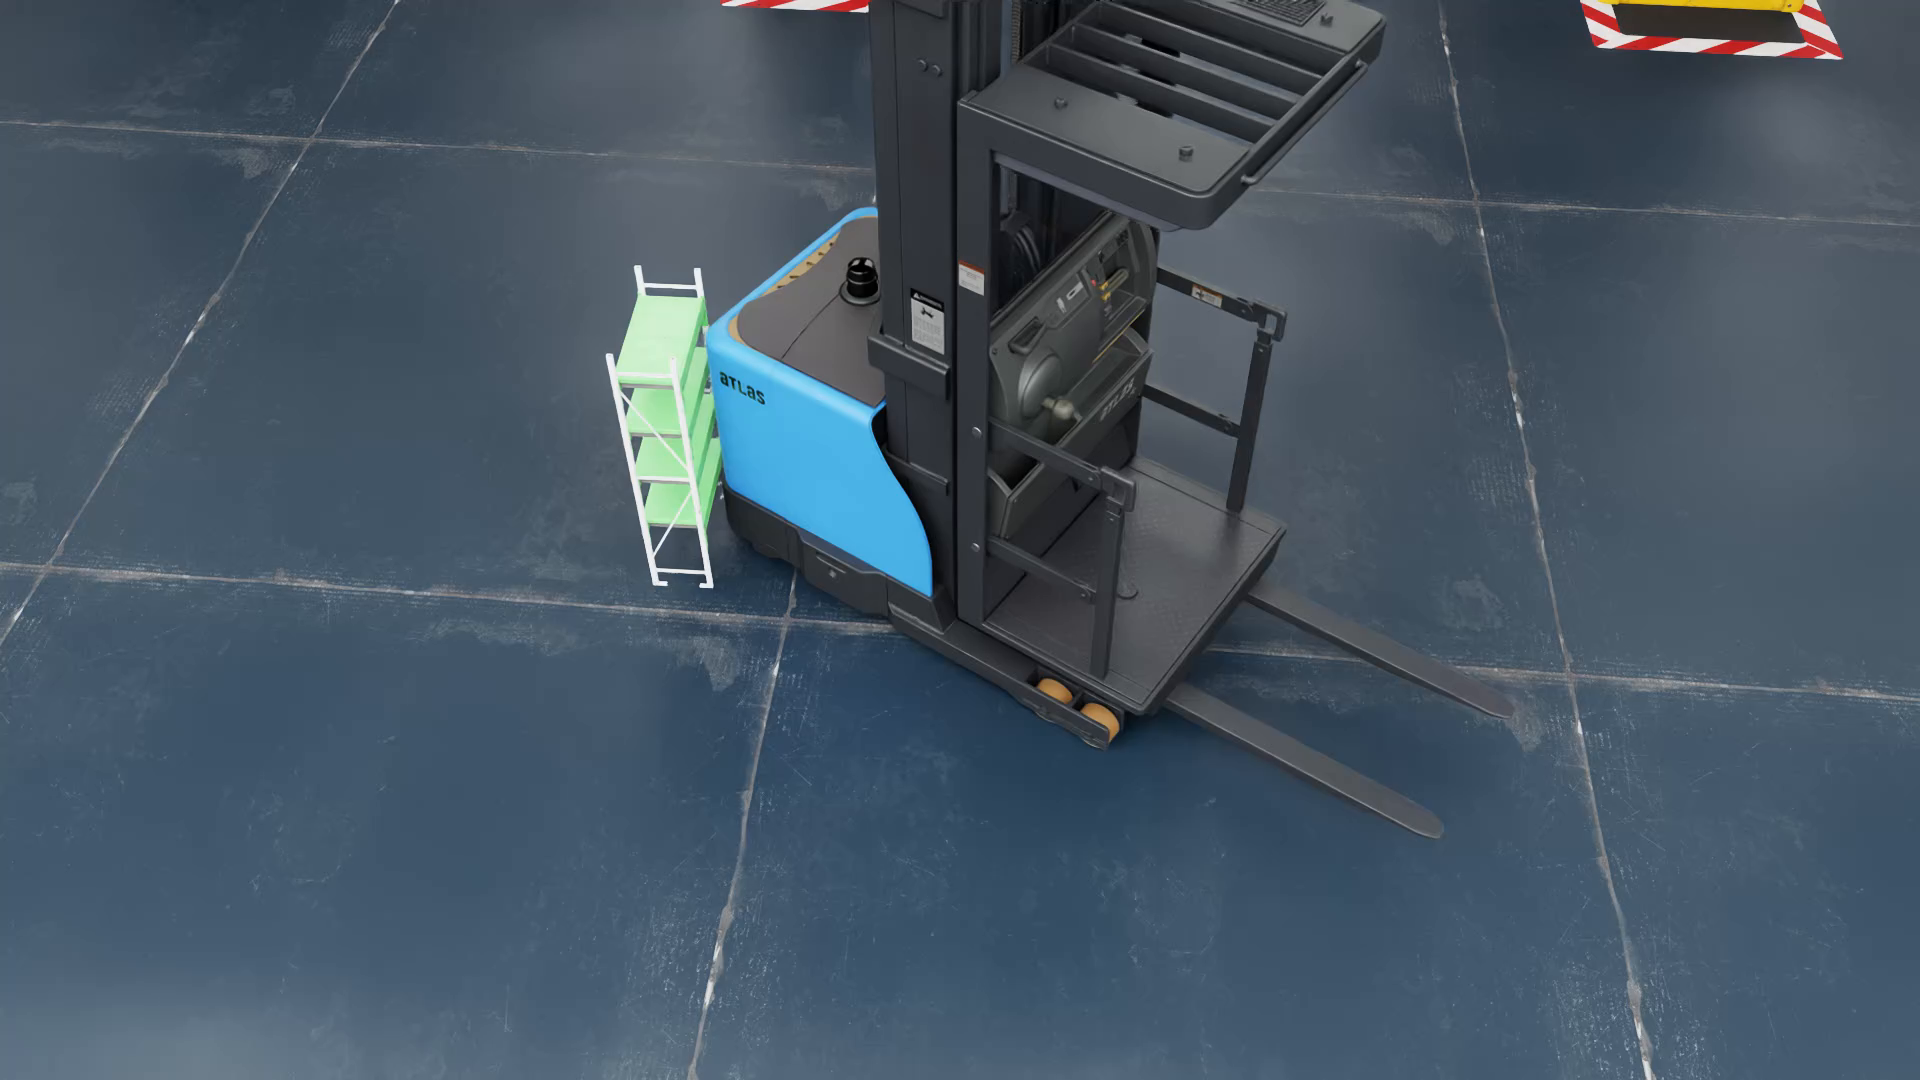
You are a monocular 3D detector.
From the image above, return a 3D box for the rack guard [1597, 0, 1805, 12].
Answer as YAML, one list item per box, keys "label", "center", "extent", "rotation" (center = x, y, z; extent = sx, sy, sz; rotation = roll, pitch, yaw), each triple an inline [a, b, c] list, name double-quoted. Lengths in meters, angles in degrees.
- label: "rack guard"
  center: [4.276, -3.359, 9.510]
  extent: [1.175, 0.500, 0.348]
  rotation: [4, 48, 4]

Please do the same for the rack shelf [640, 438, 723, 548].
- label: "rack shelf"
  center: [-1.083, -0.200, 6.558]
  extent: [0.258, 0.148, 0.480]
  rotation: [3, 48, 3]

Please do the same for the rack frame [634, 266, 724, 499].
- label: "rack frame"
  center: [-1.066, -0.585, 6.498]
  extent: [0.240, 1.200, 0.015]
  rotation: [3, 48, 3]

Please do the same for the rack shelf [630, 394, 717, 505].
- label: "rack shelf"
  center: [-1.083, -0.362, 6.381]
  extent: [0.258, 0.148, 0.480]
  rotation: [3, 48, 3]

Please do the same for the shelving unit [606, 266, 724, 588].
- label: "shelving unit"
  center: [-1.083, -0.405, 6.333]
  extent: [0.258, 1.200, 0.503]
  rotation: [3, 48, 3]

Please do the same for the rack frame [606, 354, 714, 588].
- label: "rack frame"
  center: [-1.099, -0.226, 6.169]
  extent: [0.240, 1.200, 0.015]
  rotation: [3, 48, 3]

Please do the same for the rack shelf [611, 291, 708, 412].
- label: "rack shelf"
  center: [-1.083, -0.686, 6.026]
  extent: [0.258, 0.148, 0.480]
  rotation: [3, 48, 3]

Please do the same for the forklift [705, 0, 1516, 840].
- label: "forklift"
  center: [0.555, -0.683, 5.414]
  extent: [3.031, 2.935, 1.130]
  rotation: [27, 53, 23]

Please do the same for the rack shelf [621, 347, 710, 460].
- label: "rack shelf"
  center: [-1.083, -0.524, 6.203]
  extent: [0.258, 0.148, 0.480]
  rotation: [3, 48, 3]
